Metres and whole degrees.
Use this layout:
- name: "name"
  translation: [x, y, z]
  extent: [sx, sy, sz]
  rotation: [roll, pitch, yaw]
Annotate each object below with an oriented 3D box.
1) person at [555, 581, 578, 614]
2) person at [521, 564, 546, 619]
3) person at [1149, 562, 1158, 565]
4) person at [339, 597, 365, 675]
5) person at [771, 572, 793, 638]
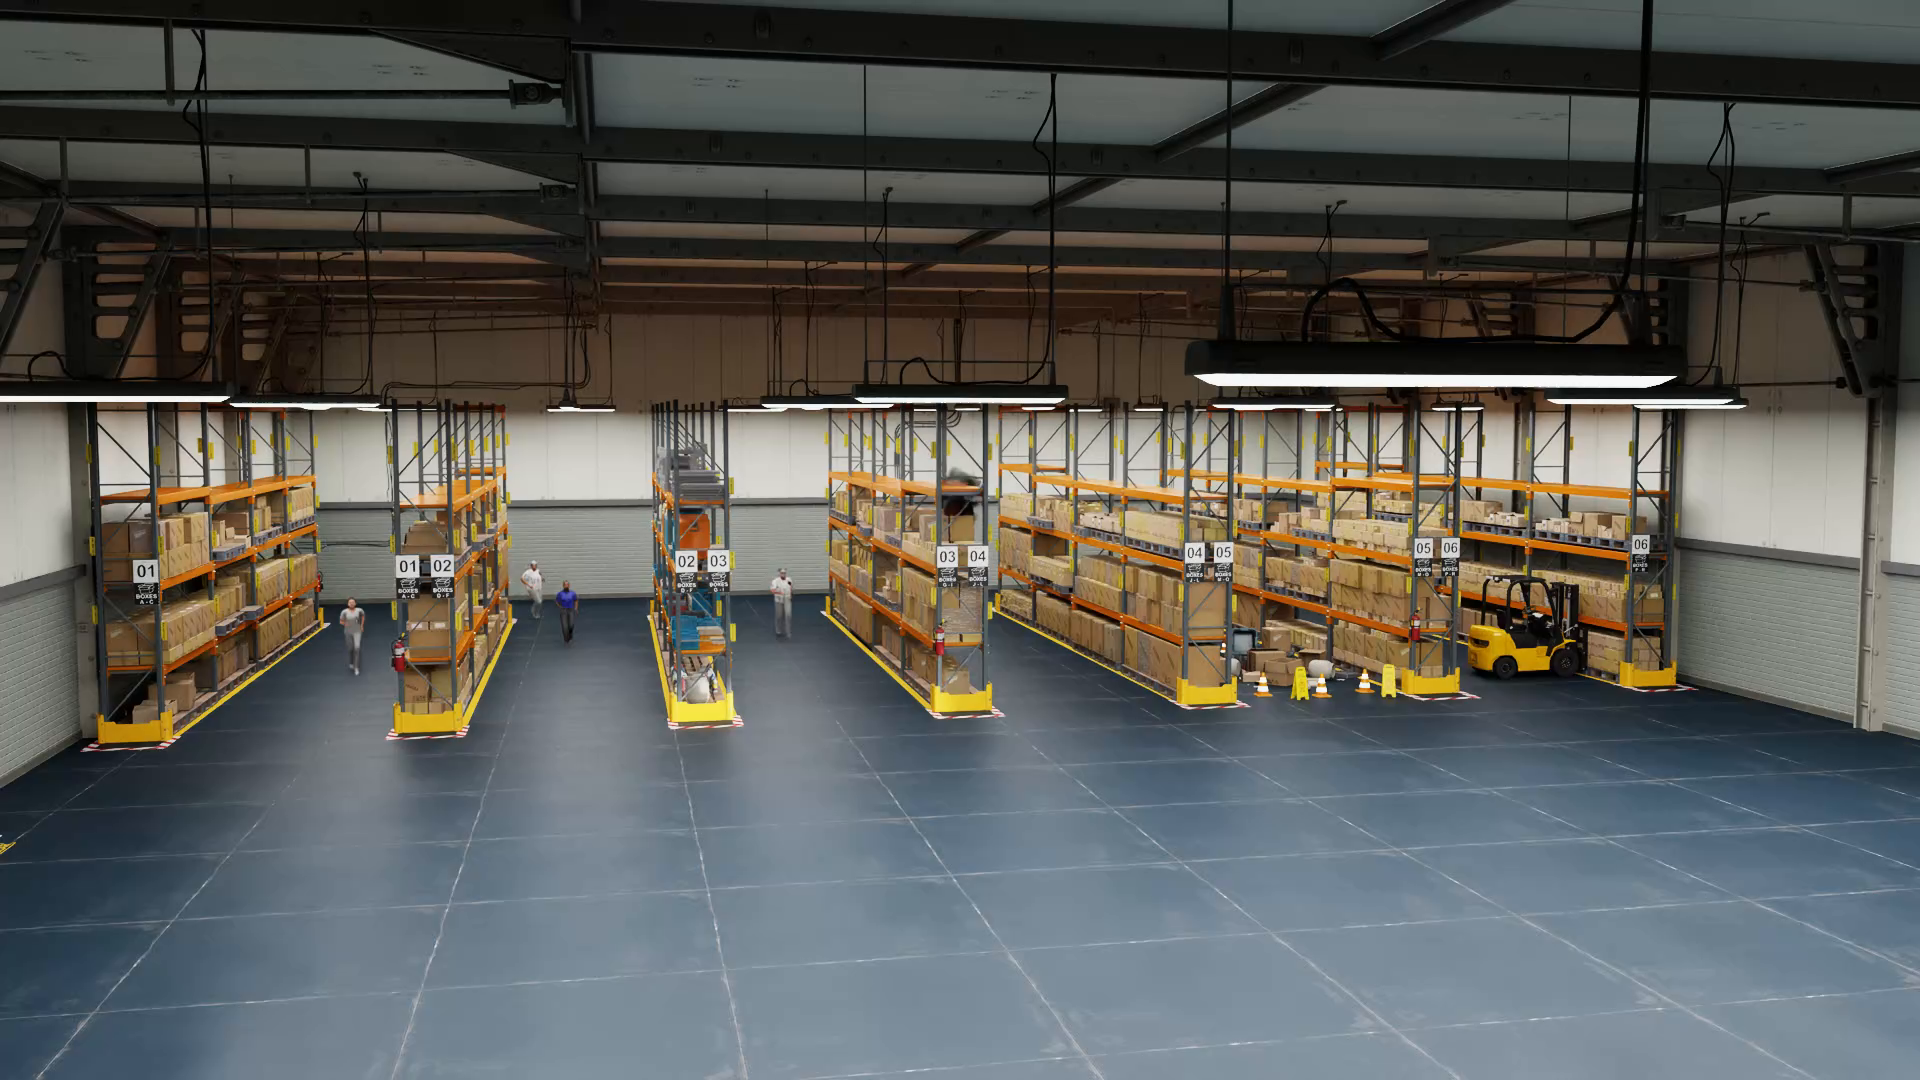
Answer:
- name: "person"
  translation: [-9.736, 1.440, 41.206]
  extent: [0.574, 0.851, 0.477]
  rotation: [-1, 5, -18]
- name: "person"
  translation: [-11.903, 1.418, 46.576]
  extent: [0.638, 1.637, 0.610]
  rotation: [2, 5, 30]
- name: "person"
  translation: [6.096, 1.005, 51.046]
  extent: [0.947, 1.758, 0.718]
  rotation: [1, 4, 7]
- name: "person"
  translation: [-13.480, 2.101, 36.896]
  extent: [0.518, 1.696, 0.887]
  rotation: [-1, 4, -15]
- name: "person"
  translation: [-4.597, 1.623, 42.968]
  extent: [0.608, 1.767, 0.909]
  rotation: [-1, 4, -15]
